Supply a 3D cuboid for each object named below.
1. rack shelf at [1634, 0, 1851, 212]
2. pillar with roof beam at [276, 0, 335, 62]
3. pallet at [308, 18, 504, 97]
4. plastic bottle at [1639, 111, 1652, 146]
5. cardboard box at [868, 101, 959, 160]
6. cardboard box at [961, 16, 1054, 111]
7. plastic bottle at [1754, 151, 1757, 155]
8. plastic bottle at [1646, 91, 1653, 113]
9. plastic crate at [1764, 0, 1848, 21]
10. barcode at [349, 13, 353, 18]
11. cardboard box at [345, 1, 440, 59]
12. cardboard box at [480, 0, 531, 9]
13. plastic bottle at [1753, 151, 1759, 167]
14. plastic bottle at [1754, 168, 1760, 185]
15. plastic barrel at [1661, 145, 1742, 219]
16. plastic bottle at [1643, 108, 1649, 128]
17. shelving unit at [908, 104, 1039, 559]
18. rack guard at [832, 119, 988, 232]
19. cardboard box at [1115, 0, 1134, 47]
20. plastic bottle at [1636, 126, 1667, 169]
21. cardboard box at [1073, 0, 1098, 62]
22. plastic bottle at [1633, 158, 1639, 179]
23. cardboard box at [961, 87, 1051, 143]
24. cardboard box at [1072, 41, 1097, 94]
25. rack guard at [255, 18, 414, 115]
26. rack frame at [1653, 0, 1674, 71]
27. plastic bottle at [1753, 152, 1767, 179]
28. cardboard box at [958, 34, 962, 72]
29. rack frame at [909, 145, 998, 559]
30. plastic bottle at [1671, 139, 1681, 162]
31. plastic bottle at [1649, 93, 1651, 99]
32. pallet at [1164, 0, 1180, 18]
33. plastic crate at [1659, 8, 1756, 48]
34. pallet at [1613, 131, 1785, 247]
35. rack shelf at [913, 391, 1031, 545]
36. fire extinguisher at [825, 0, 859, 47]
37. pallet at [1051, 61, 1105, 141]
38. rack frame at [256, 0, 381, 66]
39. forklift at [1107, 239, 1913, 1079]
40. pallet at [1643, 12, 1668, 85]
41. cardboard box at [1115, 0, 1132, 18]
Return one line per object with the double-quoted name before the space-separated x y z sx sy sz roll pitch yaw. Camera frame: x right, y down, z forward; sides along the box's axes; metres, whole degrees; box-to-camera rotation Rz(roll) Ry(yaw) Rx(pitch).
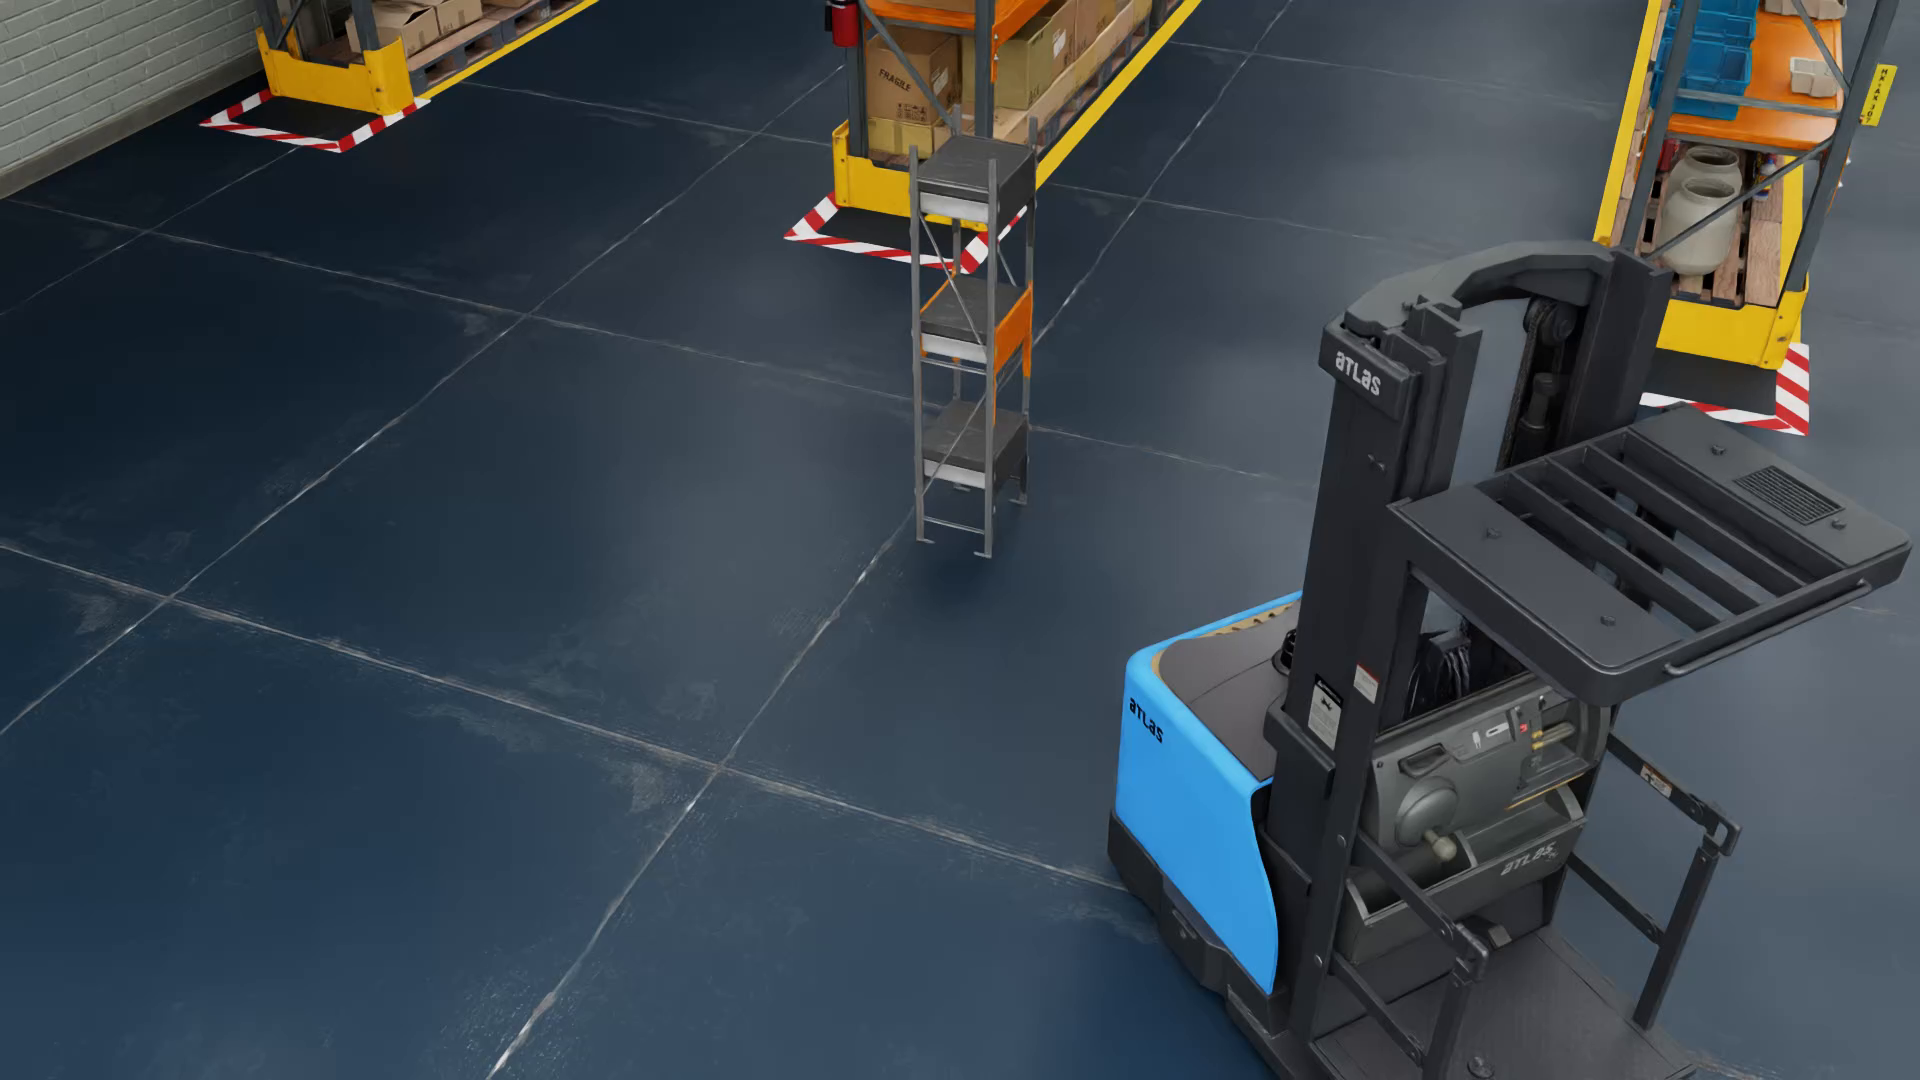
"rack shelf" 5.076 -3.176 10.696 1.077 0.370 4.000 14 39 18
"pillar with roof beam" -1.399 -6.620 9.693 9.100 9.000 0.400 14 39 18
"pallet" -4.476 -3.980 13.501 1.003 0.211 1.213 14 39 18
"plastic bottle" 4.842 -2.891 11.559 0.144 0.351 0.185 15 39 20
"cardboard box" -0.334 -2.918 11.696 0.500 0.250 0.500 14 39 18
"cardboard box" 0.334 -3.378 11.685 0.500 0.500 0.500 14 39 18
"plastic bottle" 5.577 -2.759 11.507 0.097 0.201 0.097 0 37 0
"plastic bottle" 5.074 -3.230 12.012 0.144 0.351 0.185 12 38 16
"plastic crate" 5.453 -3.509 10.761 0.530 0.136 0.437 14 39 18
"barcode" -4.864 -4.180 13.309 0.001 0.075 0.075 14 39 18
"cardboard box" -4.501 -4.075 13.177 0.500 0.311 0.500 10 38 13
"cardboard box" -3.958 -4.862 14.071 0.700 0.500 0.500 11 38 15
"plastic bottle" 5.499 -2.645 11.355 0.097 0.201 0.097 0 37 0
"plastic bottle" 5.332 -2.402 11.030 0.097 0.201 0.097 0 37 0
"plastic barrel" 4.685 -2.188 10.500 0.421 0.512 0.421 0 37 0
"plastic bottle" 4.945 -3.018 11.854 0.097 0.201 0.097 0 37 0
"shelving unit" 0.063 -0.933 7.846 0.431 2.100 0.503 14 39 18
"rack guard" -0.274 -2.473 11.242 1.175 0.500 0.348 14 39 18
"cardboard box" 1.084 -4.188 13.394 0.500 0.250 0.500 14 39 18
"plastic bottle" 4.729 -2.692 11.355 0.152 0.276 0.135 14 39 18
"cardboard box" 0.718 -3.931 12.424 0.500 0.500 0.500 14 39 18
"plastic bottle" 4.608 -2.529 11.199 0.097 0.201 0.097 0 37 0
"cardboard box" 0.332 -3.078 11.910 0.500 0.250 0.500 14 39 18
"cardboard box" 0.718 -3.630 12.649 0.500 0.250 0.500 14 39 18
"rack guard" -4.818 -3.654 12.823 1.175 0.500 0.348 14 39 18
"rack frame" 5.837 -4.571 11.962 1.000 3.000 0.127 14 39 18
"plastic bottle" 5.423 -2.563 11.186 0.097 0.271 0.097 0 37 0
"cardboard box" 0.031 -3.776 12.218 0.500 0.500 0.500 14 39 18
"rack frame" -0.030 -0.798 7.665 0.400 2.100 0.015 14 39 18
"plastic bottle" 4.905 -2.721 11.456 0.097 0.201 0.097 0 37 0
"plastic bottle" 5.212 -3.395 12.296 0.152 0.276 0.135 15 39 19
"pallet" 1.502 -5.002 14.867 1.003 0.211 1.213 14 39 18
"plastic crate" 4.481 -3.001 9.985 0.499 0.251 0.408 14 39 18
"pallet" 5.080 -2.414 11.405 1.003 0.211 1.213 14 39 18
"rack shelf" 0.063 -0.361 8.273 0.431 0.518 0.480 14 39 18
"fire extinguisher" -0.739 -3.497 10.589 0.296 0.674 0.183 14 39 18
"pallet" 0.453 -3.476 12.826 1.003 0.211 1.213 14 39 18
"rack frame" -4.847 -4.614 12.018 1.000 3.000 0.127 14 39 18
"forklift" 1.727 0.738 4.916 1.130 2.935 3.031 -18 40 -22
"pallet" 6.100 -3.898 13.390 1.003 0.211 1.213 14 39 18
"cardboard box" 1.082 -4.488 13.170 0.500 0.500 0.500 14 39 18
